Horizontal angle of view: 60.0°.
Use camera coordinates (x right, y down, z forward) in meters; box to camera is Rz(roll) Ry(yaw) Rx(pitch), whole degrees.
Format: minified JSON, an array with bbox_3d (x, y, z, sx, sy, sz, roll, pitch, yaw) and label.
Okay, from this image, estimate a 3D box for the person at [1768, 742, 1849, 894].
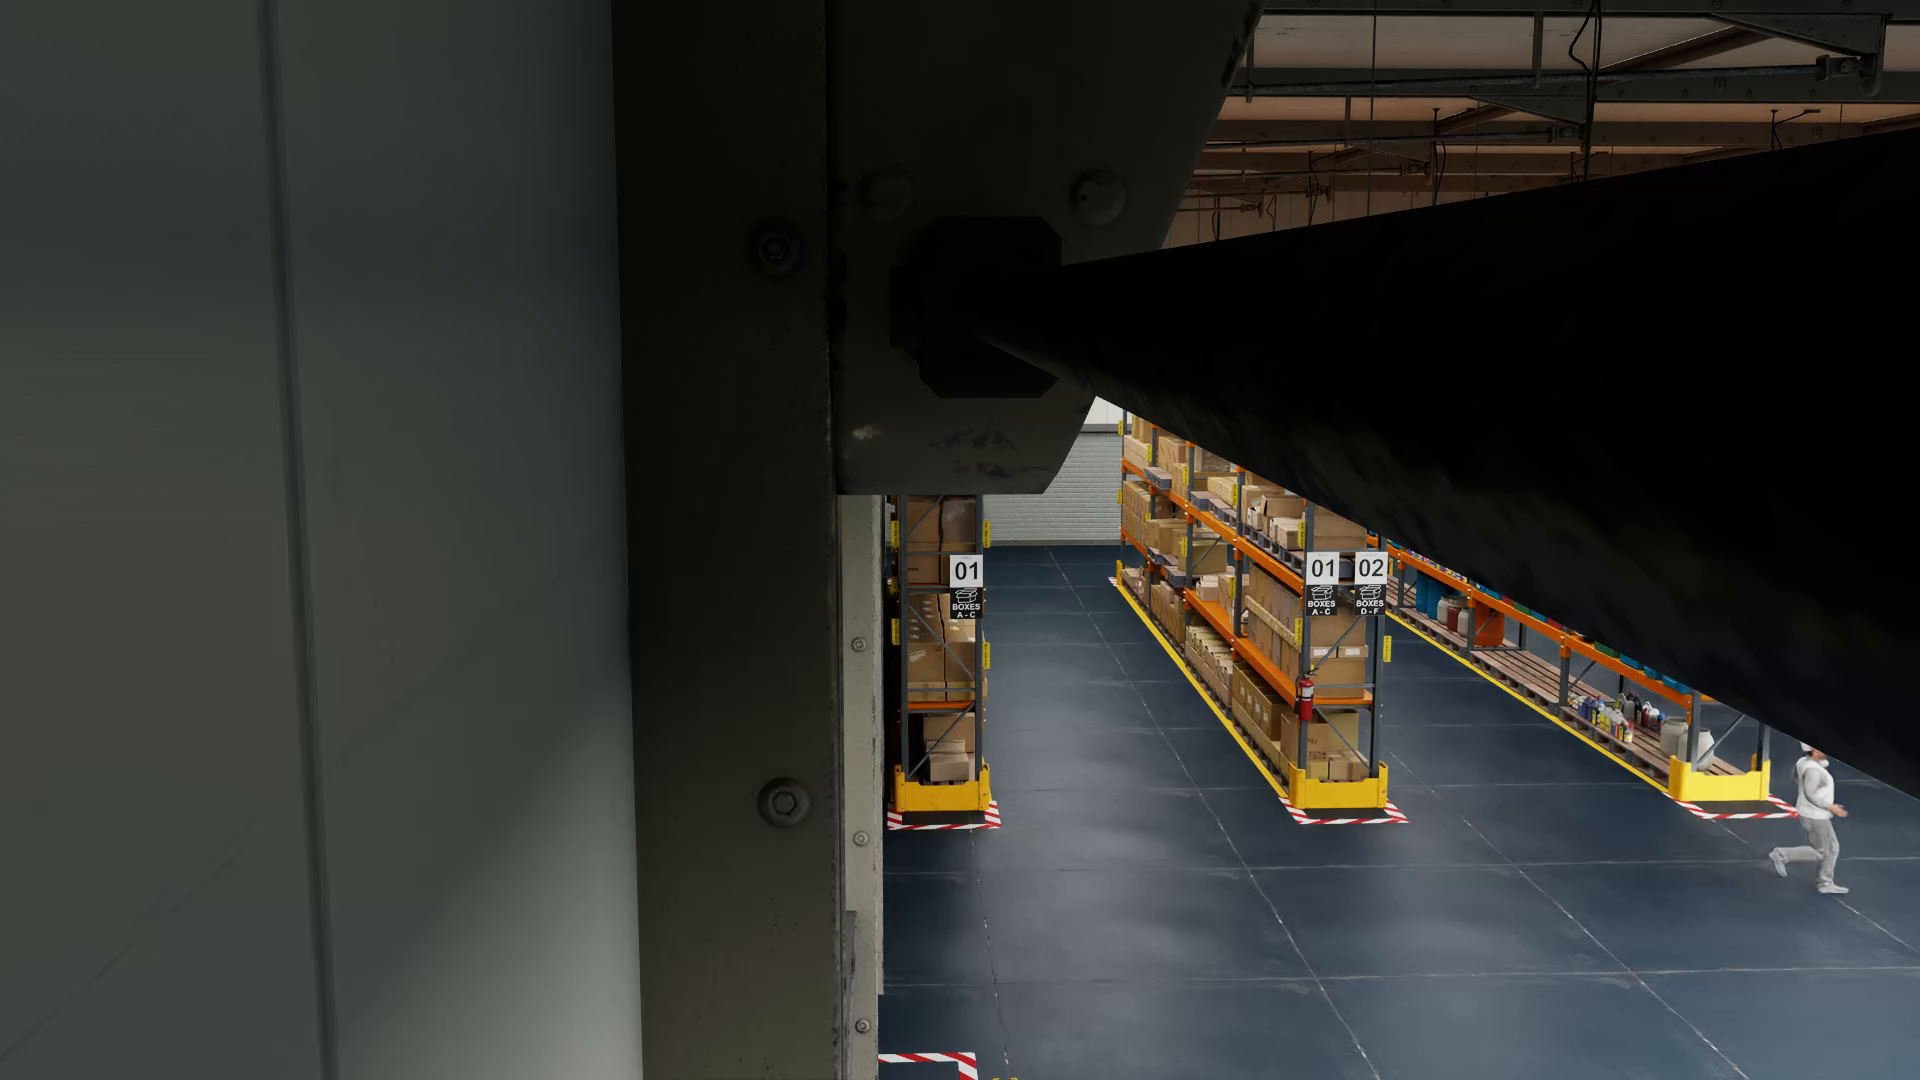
[{"bbox_3d":[9.055,2.897,17.660,0.808,1.737,0.647,3,9,20],"label":"person"}]
